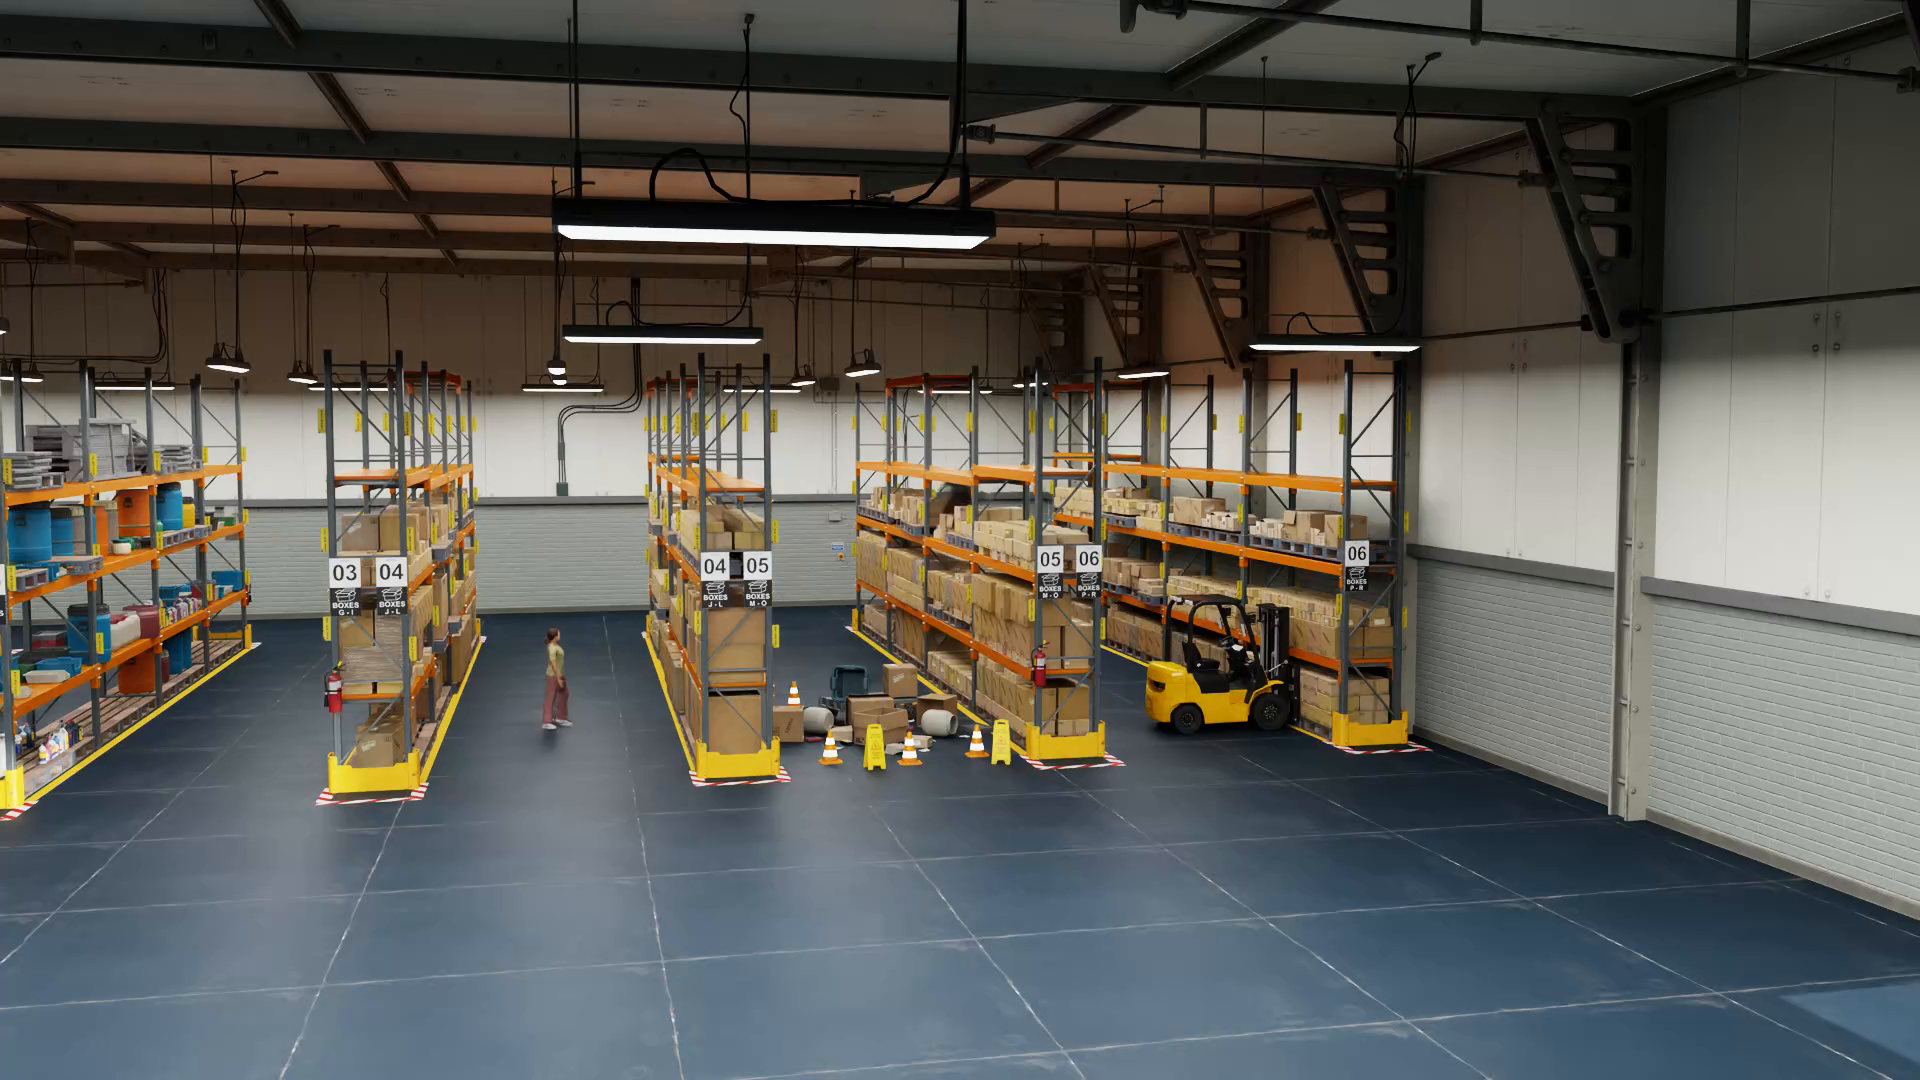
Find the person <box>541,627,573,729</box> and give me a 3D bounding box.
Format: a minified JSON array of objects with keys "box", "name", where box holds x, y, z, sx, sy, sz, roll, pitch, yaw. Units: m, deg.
[{"box":[-6.664,2.279,27.416,0.428,1.708,0.595,0,4,1],"name":"person"}]
